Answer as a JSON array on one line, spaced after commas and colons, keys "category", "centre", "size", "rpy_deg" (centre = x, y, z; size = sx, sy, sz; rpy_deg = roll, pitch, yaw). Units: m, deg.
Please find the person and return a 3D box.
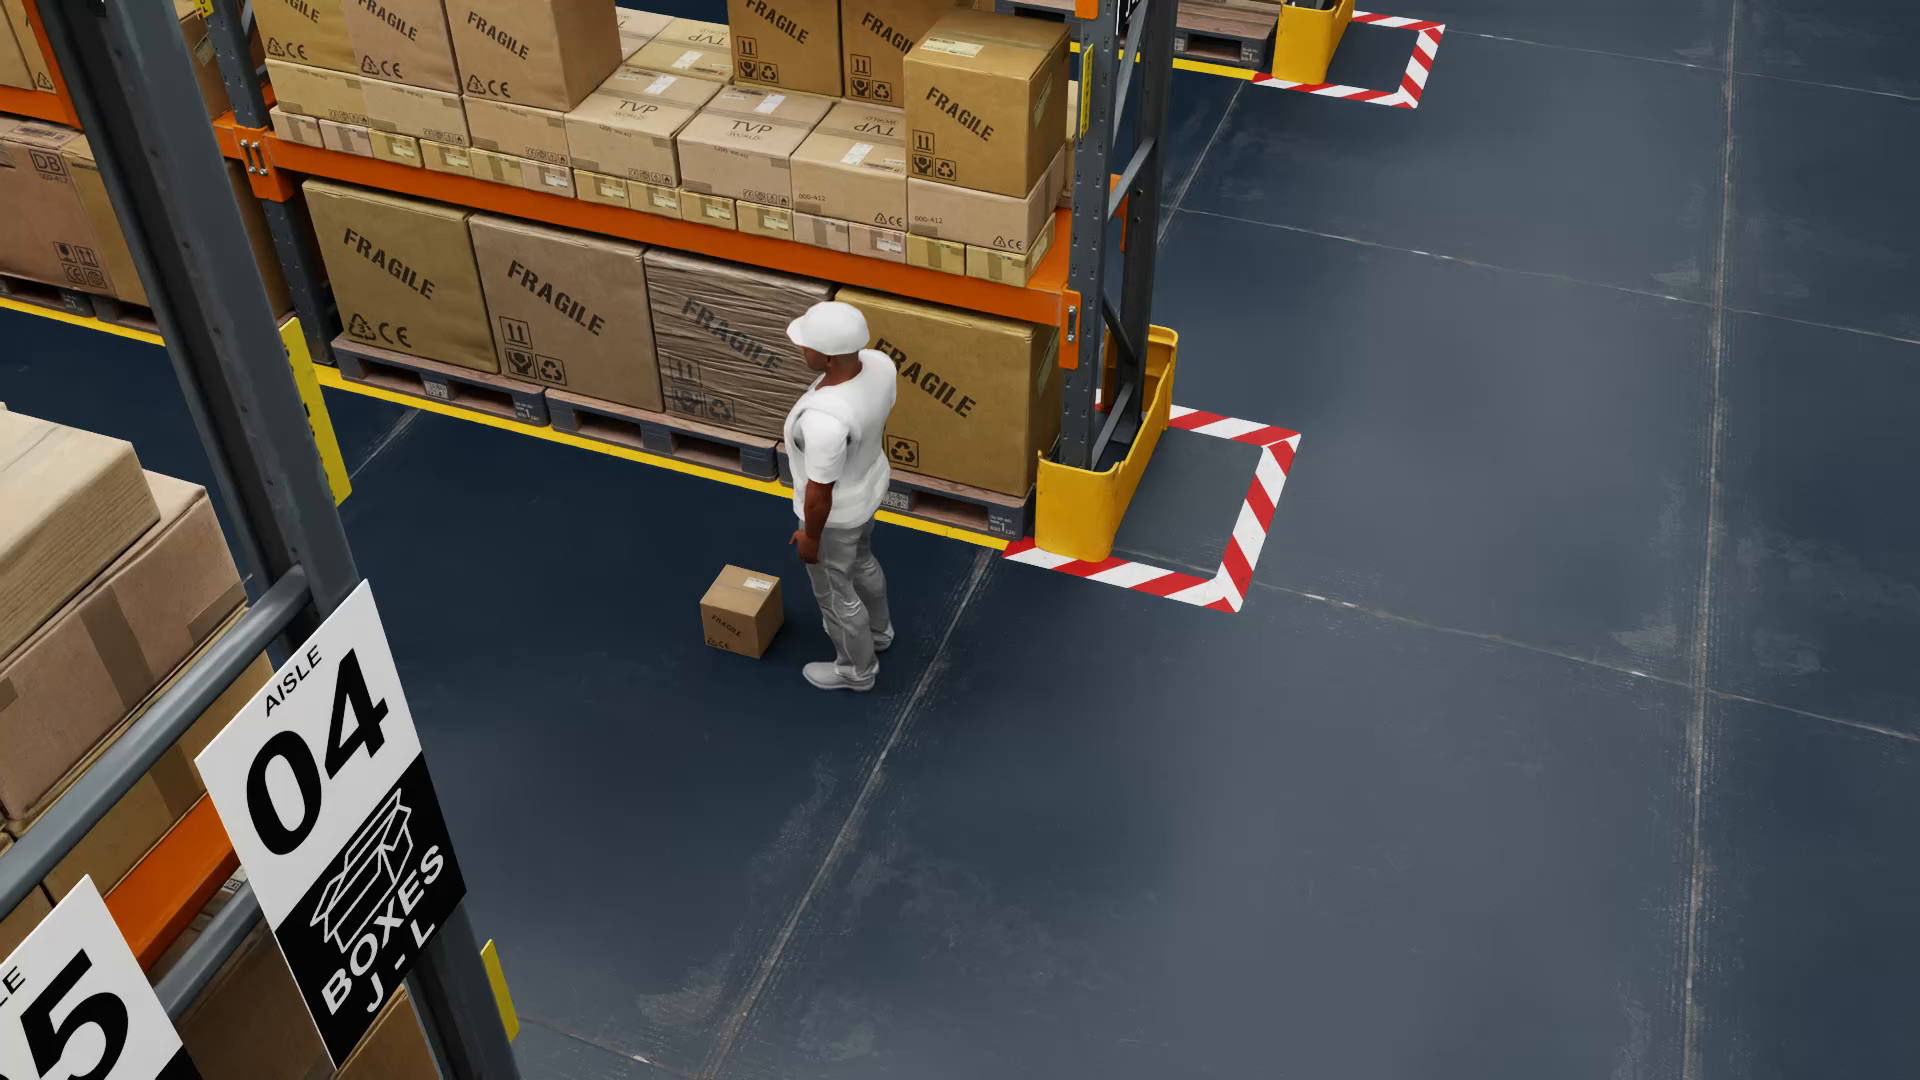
[{"category": "person", "centre": [-0.458, -0.153, 6.323], "size": [0.368, 1.765, 0.562], "rpy_deg": [15, 43, 16]}]
